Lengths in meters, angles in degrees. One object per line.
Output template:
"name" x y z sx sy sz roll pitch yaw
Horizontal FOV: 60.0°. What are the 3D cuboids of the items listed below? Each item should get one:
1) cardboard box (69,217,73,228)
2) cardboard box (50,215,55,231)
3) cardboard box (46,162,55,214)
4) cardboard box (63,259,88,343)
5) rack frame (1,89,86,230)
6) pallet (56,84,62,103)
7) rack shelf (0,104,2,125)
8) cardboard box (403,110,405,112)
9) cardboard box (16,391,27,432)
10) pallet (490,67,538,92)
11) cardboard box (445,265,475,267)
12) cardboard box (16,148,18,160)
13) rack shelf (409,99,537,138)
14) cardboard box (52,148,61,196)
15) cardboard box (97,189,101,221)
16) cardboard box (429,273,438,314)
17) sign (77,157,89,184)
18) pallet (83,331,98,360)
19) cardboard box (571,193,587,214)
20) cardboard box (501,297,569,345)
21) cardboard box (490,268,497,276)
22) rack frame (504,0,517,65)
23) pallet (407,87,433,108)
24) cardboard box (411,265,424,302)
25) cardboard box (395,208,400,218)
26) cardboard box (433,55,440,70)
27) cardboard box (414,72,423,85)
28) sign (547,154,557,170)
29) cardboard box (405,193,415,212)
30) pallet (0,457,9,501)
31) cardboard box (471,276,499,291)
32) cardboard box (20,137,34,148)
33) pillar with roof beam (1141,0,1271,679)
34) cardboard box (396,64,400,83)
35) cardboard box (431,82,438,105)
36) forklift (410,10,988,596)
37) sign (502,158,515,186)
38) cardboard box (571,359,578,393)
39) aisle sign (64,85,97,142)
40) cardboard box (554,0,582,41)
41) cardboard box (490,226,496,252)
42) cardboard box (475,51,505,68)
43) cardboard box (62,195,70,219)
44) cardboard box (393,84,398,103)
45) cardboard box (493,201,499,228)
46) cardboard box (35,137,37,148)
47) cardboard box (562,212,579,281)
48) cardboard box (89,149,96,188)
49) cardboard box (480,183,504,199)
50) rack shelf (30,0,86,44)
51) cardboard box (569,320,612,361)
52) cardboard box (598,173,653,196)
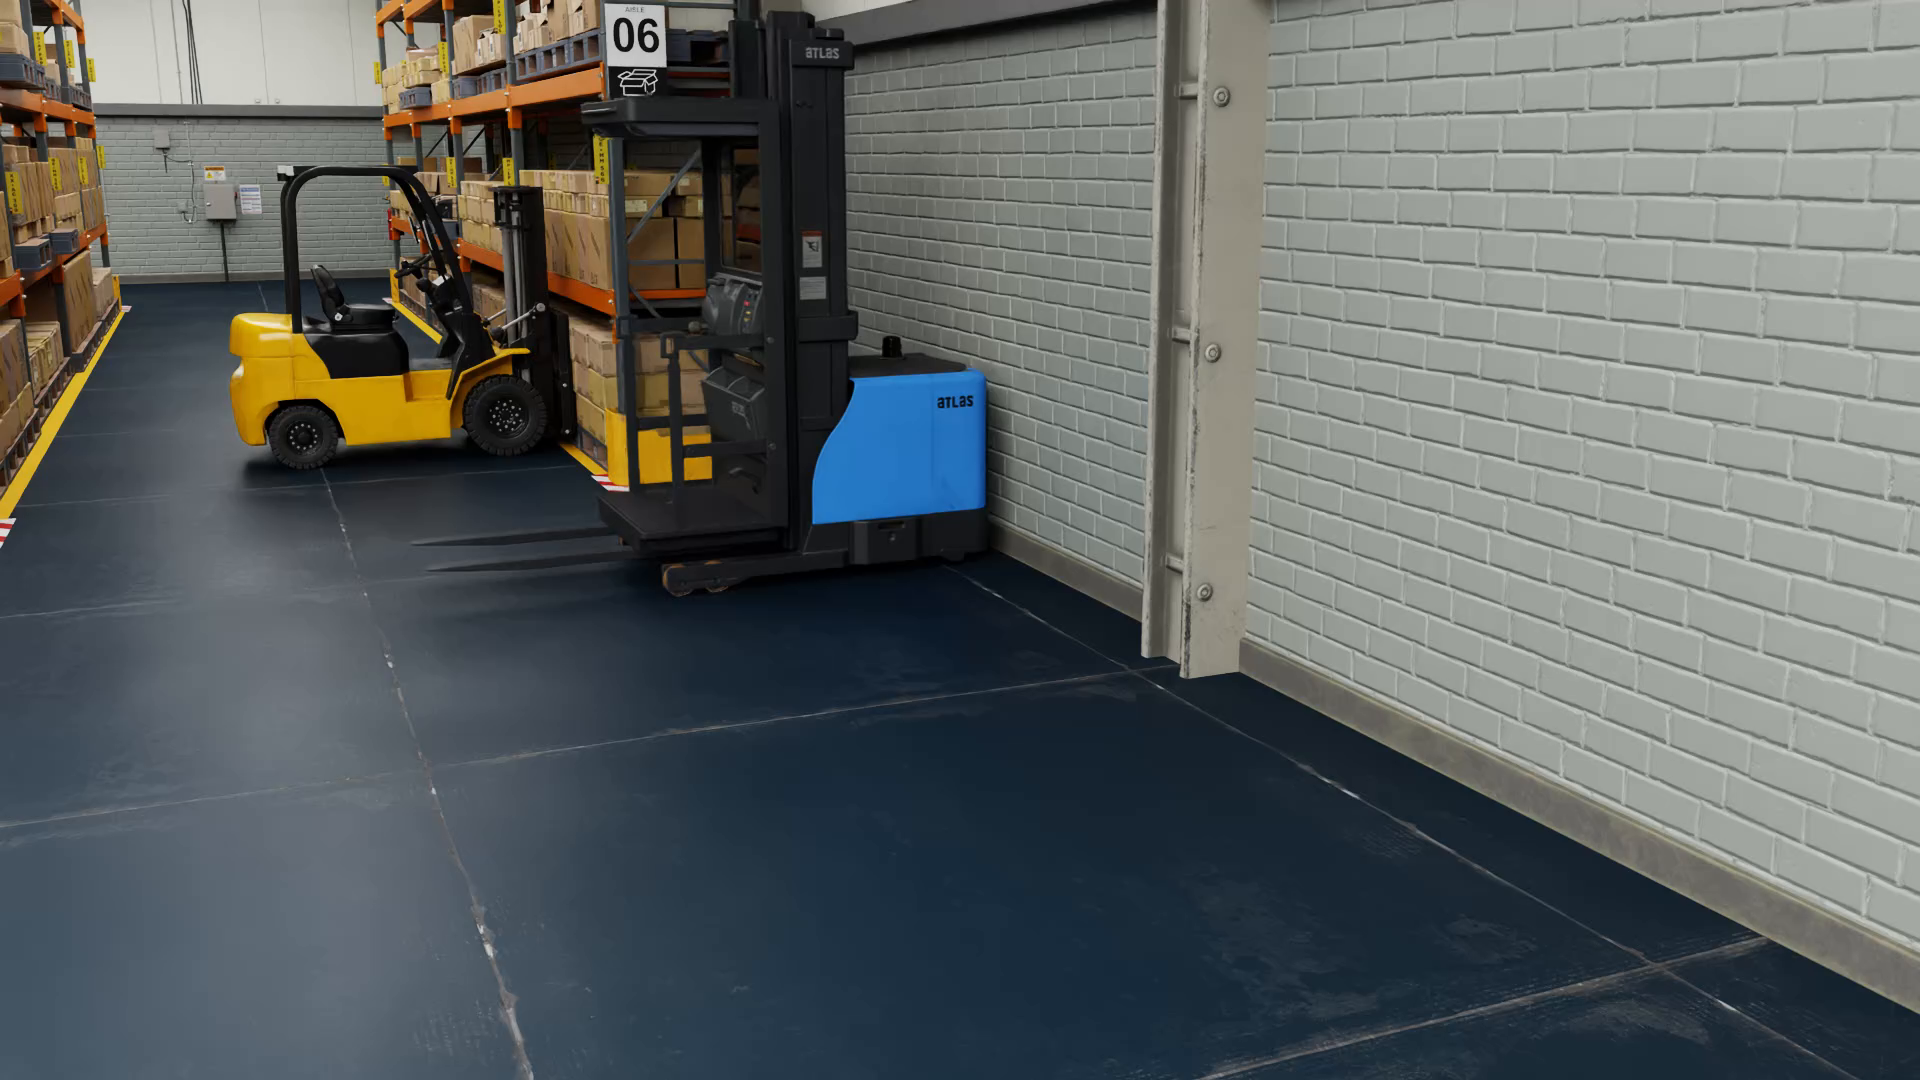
"cardboard box" -10.249 -3.494 18.648 0.500 0.250 0.500 -6 14 -23
"cardboard box" -8.993 -3.067 16.096 0.380 0.149 0.250 -6 14 -23
"cardboard box" -9.219 -3.458 16.345 0.500 0.500 0.500 -6 14 -25
"cardboard box" -10.210 -2.633 18.373 0.875 0.875 0.875 -5 14 -22
"rack frame" -11.258 -3.955 20.305 1.000 3.000 0.127 -6 14 -23
"pallet" -10.846 -5.138 19.189 0.805 0.209 1.217 -6 14 -25
"rack shelf" -7.253 -3.000 11.121 1.077 0.370 4.000 -6 14 -23
"cardboard box" -7.602 -6.058 23.298 0.380 0.149 0.250 -5 14 -22
"cardboard box" -7.348 -0.960 12.532 0.500 0.250 0.500 -6 14 -24
"pallet" -3.872 -4.300 15.570 0.805 0.209 1.217 -6 14 -25
"cardboard box" -6.329 -3.396 21.064 0.380 0.149 0.250 -6 14 -23
"cardboard box" -8.448 -3.360 14.486 0.380 0.149 0.250 -5 14 -20
"rack shelf" -5.911 -5.102 20.203 1.077 0.370 4.000 -6 14 -23
"cardboard box" -9.837 -3.890 17.585 0.500 0.500 0.500 -6 14 -23
"cardboard box" -12.238 -4.649 23.083 0.500 0.500 0.500 -6 14 -24
"cardboard box" -6.724 -3.270 21.960 0.500 0.500 0.500 -5 14 -21
"sign" -10.765 -4.531 20.404 0.100 0.325 0.005 -6 14 -23
"pallet" -10.388 -2.191 18.869 1.003 0.211 1.213 -6 14 -23
"cardboard box" -2.717 -2.548 12.567 0.380 0.149 0.250 -6 14 -25
"cardboard box" -4.030 -2.067 16.482 0.875 0.625 0.625 -6 14 -24
"cardboard box" -5.600 -3.279 20.557 0.380 0.149 0.250 -6 14 -23
"rack frame" -3.507 -5.674 14.428 1.000 3.000 0.127 -6 14 -23
"pallet" -6.097 -5.419 20.394 1.213 0.211 1.003 -6 14 -23
"cardboard box" -7.433 -3.688 23.763 0.700 0.500 0.500 -6 14 -25
"cardboard box" -8.434 -5.015 25.444 0.380 0.149 0.250 -6 14 -23
"cardboard box" -5.935 -5.565 19.400 0.380 0.149 0.250 -6 14 -24
"cardboard box" -6.452 -5.634 20.314 0.380 0.149 0.250 -5 14 -22
"sign" -4.602 -4.192 18.764 0.100 0.325 0.005 -6 14 -23
"cardboard box" -7.541 -4.765 23.480 0.500 0.250 0.500 -6 14 -23
"pallet" -6.775 -0.304 10.714 1.003 0.211 1.213 -6 14 -23
"cardboard box" -5.539 -2.959 19.178 0.380 0.149 0.250 -6 14 -26
"cardboard box" -11.680 -4.906 20.536 0.380 0.149 0.250 -5 14 -22
"pillar with roof beam" -2.899 -3.444 4.794 9.100 9.000 0.400 -6 14 -23
"cardboard box" -7.541 -6.473 23.096 0.500 0.250 0.500 -5 14 -22
"cardboard box" -5.940 -5.257 19.612 0.500 0.250 0.500 -6 14 -23
"forklift" -1.403 -1.271 8.860 3.031 2.935 1.130 -6 14 -24
"sign" -4.000 -3.226 14.762 0.100 0.325 0.005 -6 14 -23
"cardboard box" -2.803 -1.315 12.957 0.500 0.250 0.500 -6 14 -24
"aisle sign" -12.605 -6.091 23.768 0.394 0.787 0.004 -6 14 -23
"cardboard box" -2.624 -3.978 12.379 0.700 0.500 0.500 -6 14 -23
"cardboard box" -4.326 -2.967 16.371 0.500 0.250 0.500 -6 14 -23
"cardboard box" -4.535 -4.702 16.287 0.380 0.149 0.250 -6 14 -24
"cardboard box" -10.027 -3.637 18.155 0.500 0.250 0.500 -6 14 -23
"cardboard box" -7.742 -6.332 23.598 0.500 0.250 0.500 -6 14 -24
"cardboard box" -4.151 -3.106 15.860 0.500 0.250 0.500 -6 14 -24
"cardboard box" -11.405 -4.996 20.925 0.380 0.149 0.250 -6 14 -24
"cardboard box" -2.748 -2.265 12.783 0.500 0.500 0.500 -6 14 -24
"cardboard box" -12.018 -5.031 22.516 0.500 0.500 0.500 -6 14 -23
"cardboard box" -4.564 -3.475 16.573 0.380 0.149 0.250 -6 14 -24
"rack shelf" -12.060 -6.745 21.540 1.077 0.370 4.000 -6 14 -23
"cardboard box" -2.796 -1.552 12.873 0.500 0.250 0.500 -5 14 -22
"cardboard box" -2.369 -2.537 11.861 0.380 0.149 0.250 -6 14 -23
